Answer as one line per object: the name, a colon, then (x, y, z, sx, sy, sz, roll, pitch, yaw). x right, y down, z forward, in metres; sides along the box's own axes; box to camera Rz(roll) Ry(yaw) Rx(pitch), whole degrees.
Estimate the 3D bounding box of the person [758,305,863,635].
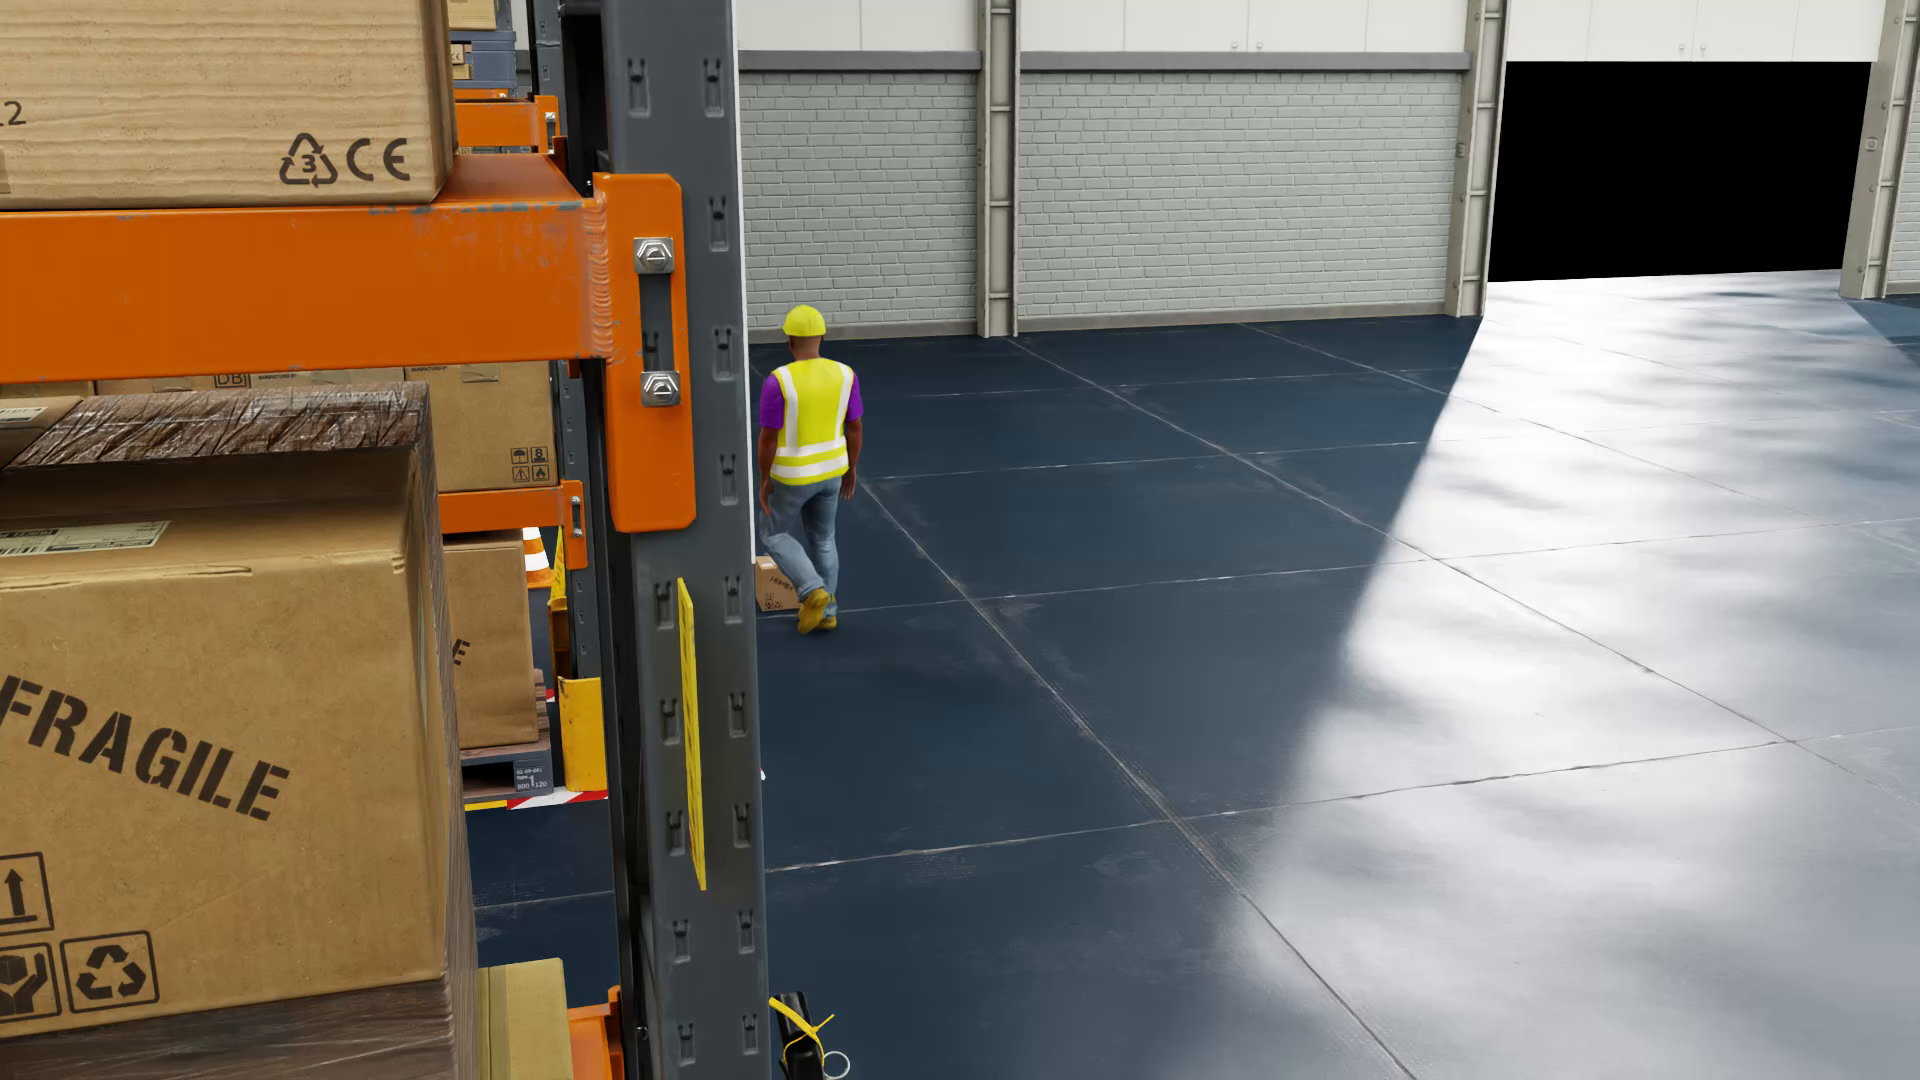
person: (-0.804, -0.354, 8.676, 0.589, 1.752, 0.544, -10, 19, -31)
